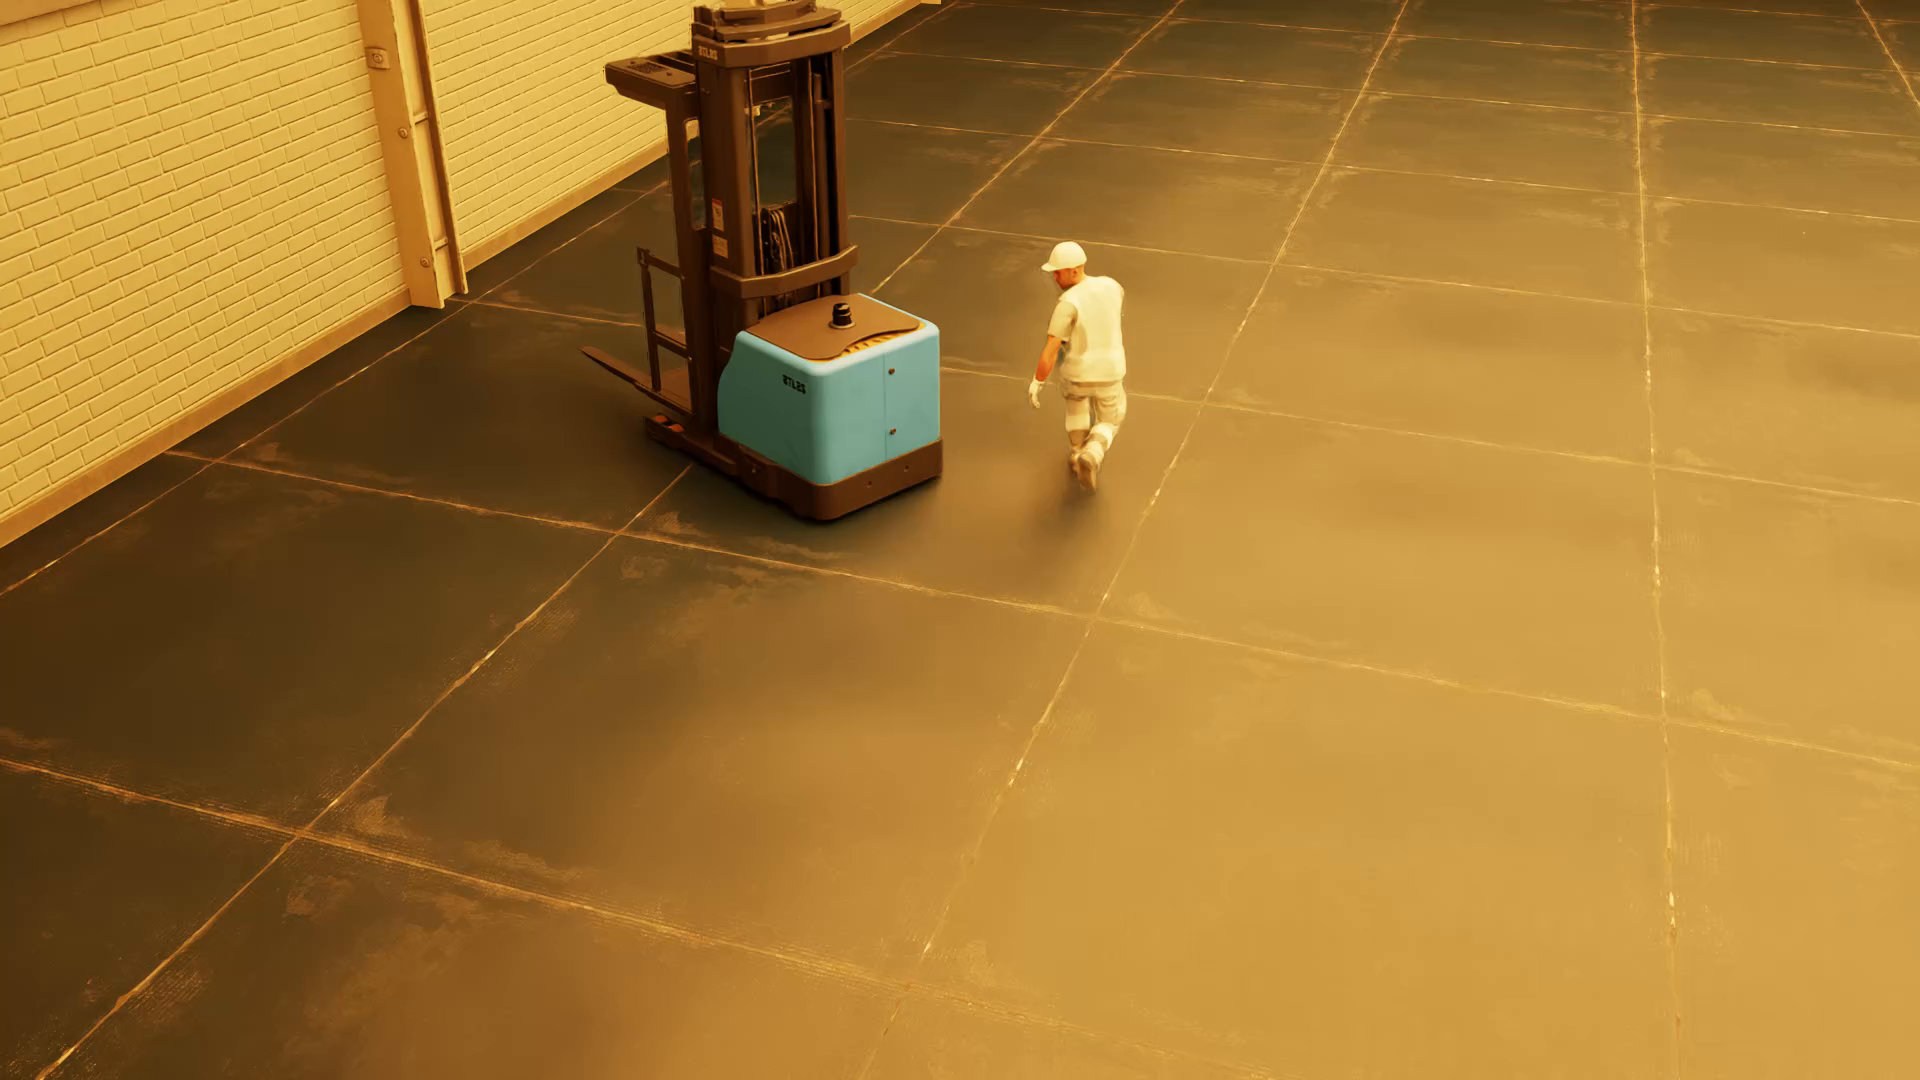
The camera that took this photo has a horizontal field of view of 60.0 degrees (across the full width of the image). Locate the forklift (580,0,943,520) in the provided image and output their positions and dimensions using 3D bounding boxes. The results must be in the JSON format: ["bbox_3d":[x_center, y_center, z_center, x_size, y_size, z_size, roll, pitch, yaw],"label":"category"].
[{"bbox_3d":[-1.484,-2.035,10.707,1.130,2.935,3.031,-25,38,-36],"label":"forklift"}]

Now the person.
[{"bbox_3d":[0.741,-1.092,10.486,0.662,1.553,0.841,-4,30,-6],"label":"person"}]
